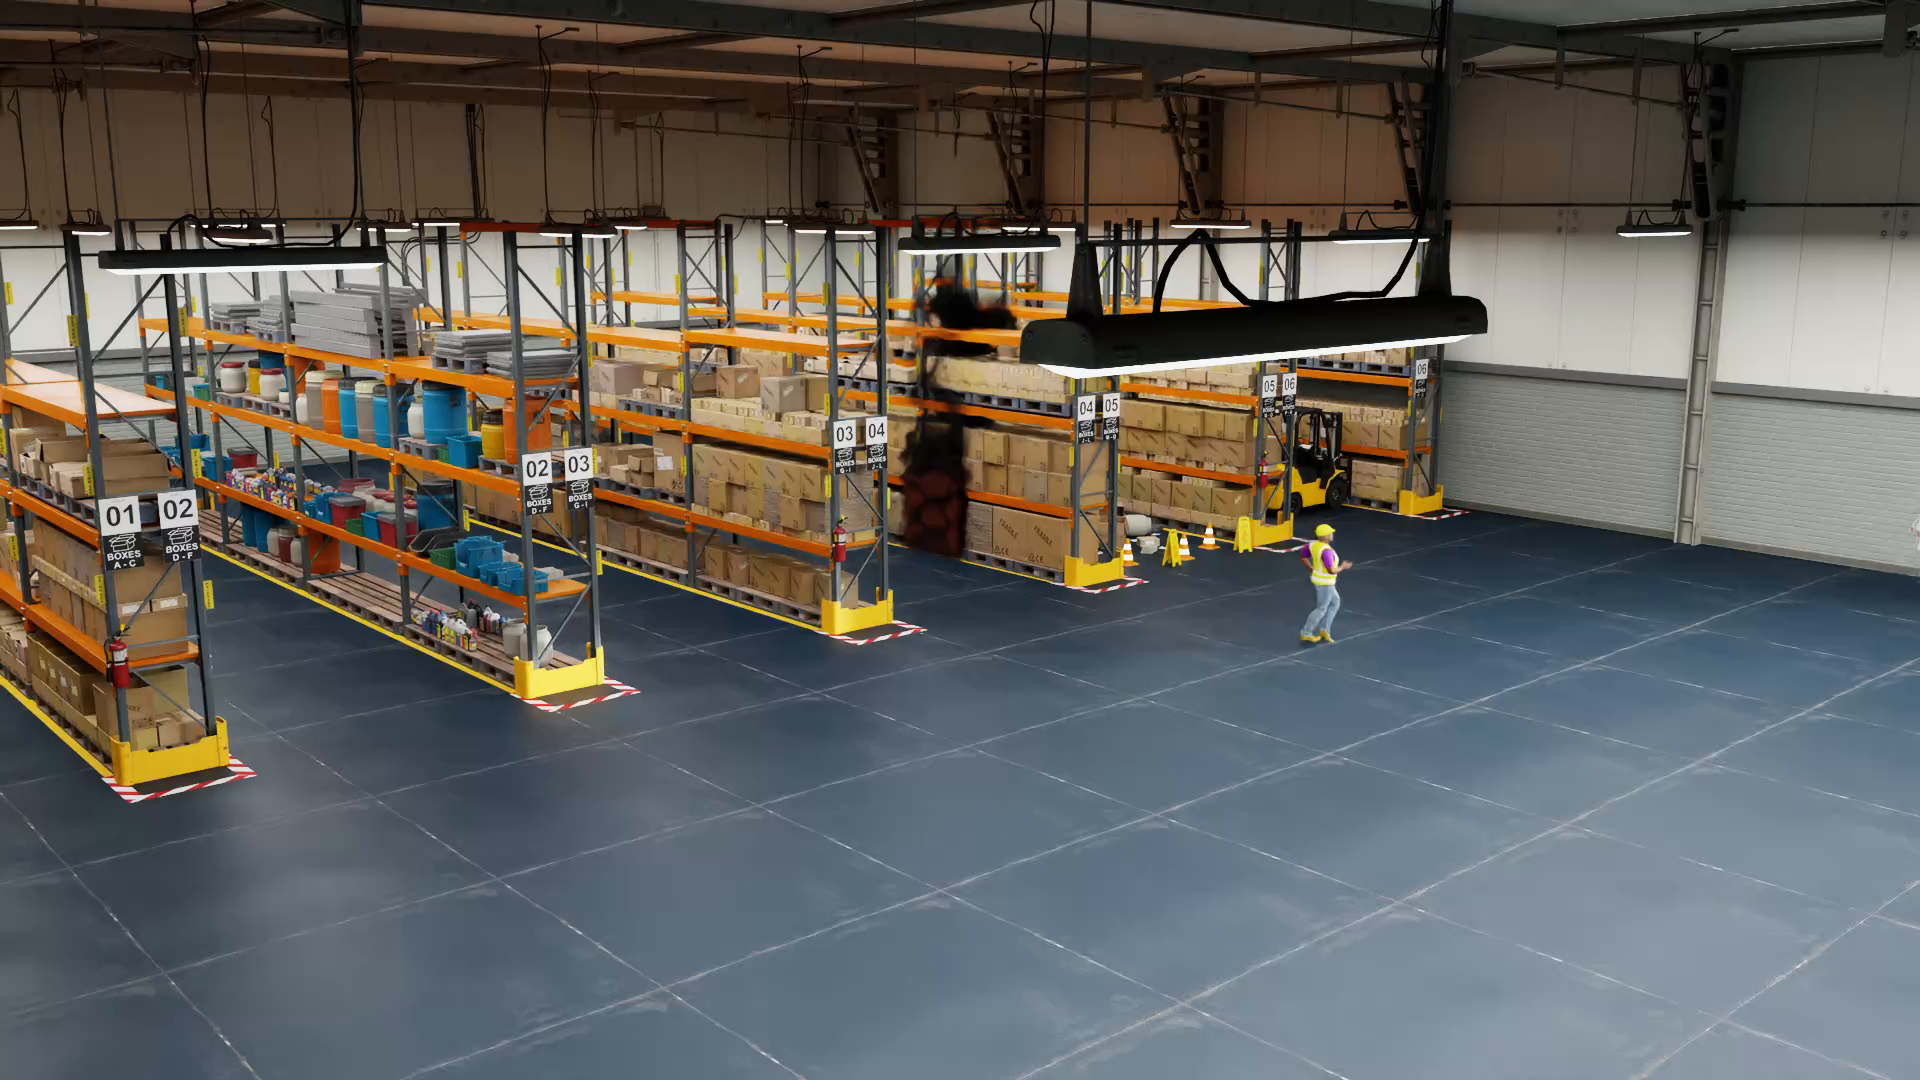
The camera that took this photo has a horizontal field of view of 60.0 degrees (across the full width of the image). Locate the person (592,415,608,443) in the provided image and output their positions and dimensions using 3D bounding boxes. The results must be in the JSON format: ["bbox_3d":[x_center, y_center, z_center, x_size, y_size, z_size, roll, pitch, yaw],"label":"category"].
[{"bbox_3d":[-8.890,-2.709,41.213,0.720,1.669,0.574,-10,15,-41],"label":"person"}]

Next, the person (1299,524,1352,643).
[{"bbox_3d":[5.305,0.659,24.174,0.706,1.812,0.673,-1,11,-4],"label":"person"}]
